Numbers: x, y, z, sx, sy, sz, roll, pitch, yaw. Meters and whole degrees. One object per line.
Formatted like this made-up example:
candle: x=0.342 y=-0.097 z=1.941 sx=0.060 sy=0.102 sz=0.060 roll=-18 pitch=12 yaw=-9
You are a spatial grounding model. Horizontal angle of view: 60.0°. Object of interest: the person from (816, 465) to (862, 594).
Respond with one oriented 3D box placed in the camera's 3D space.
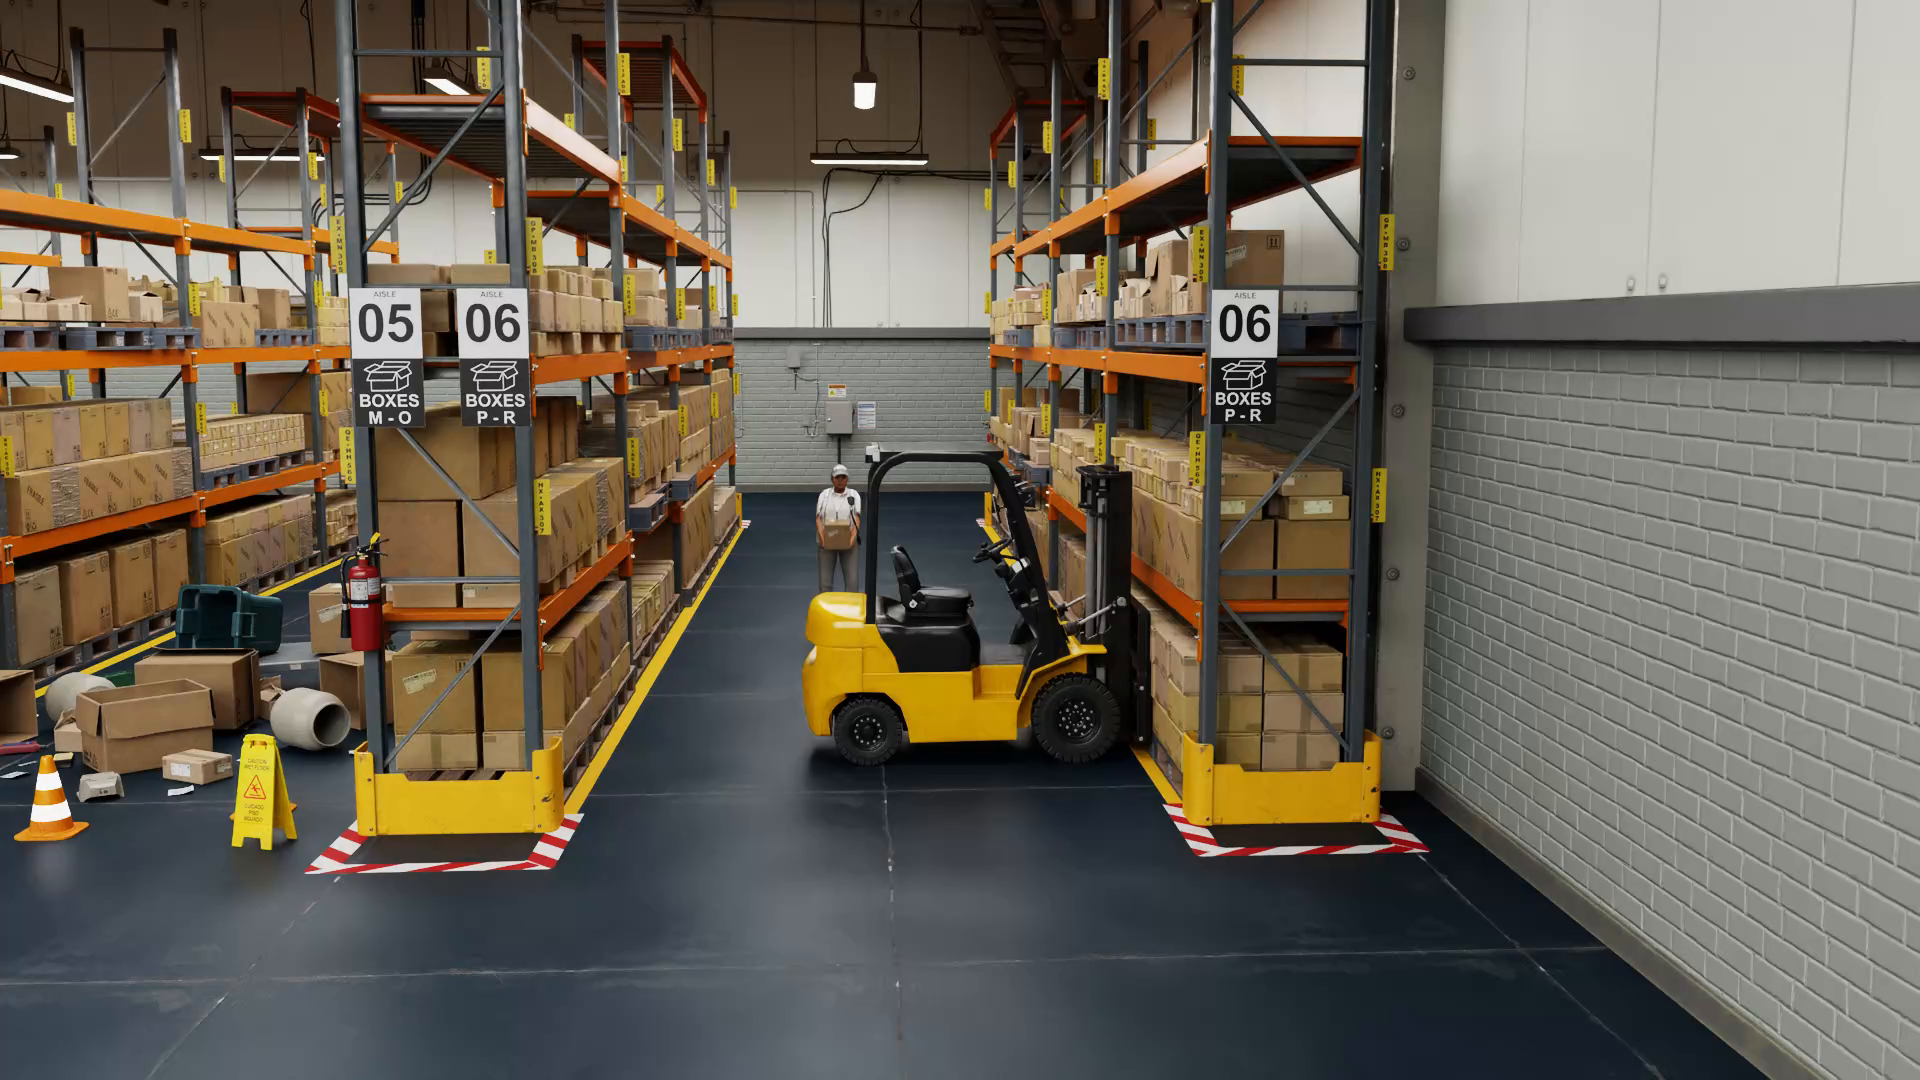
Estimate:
person: x=-1.208 y=0.081 z=16.619 sx=0.453 sy=1.653 sz=0.535 roll=0 pitch=7 yaw=-4
